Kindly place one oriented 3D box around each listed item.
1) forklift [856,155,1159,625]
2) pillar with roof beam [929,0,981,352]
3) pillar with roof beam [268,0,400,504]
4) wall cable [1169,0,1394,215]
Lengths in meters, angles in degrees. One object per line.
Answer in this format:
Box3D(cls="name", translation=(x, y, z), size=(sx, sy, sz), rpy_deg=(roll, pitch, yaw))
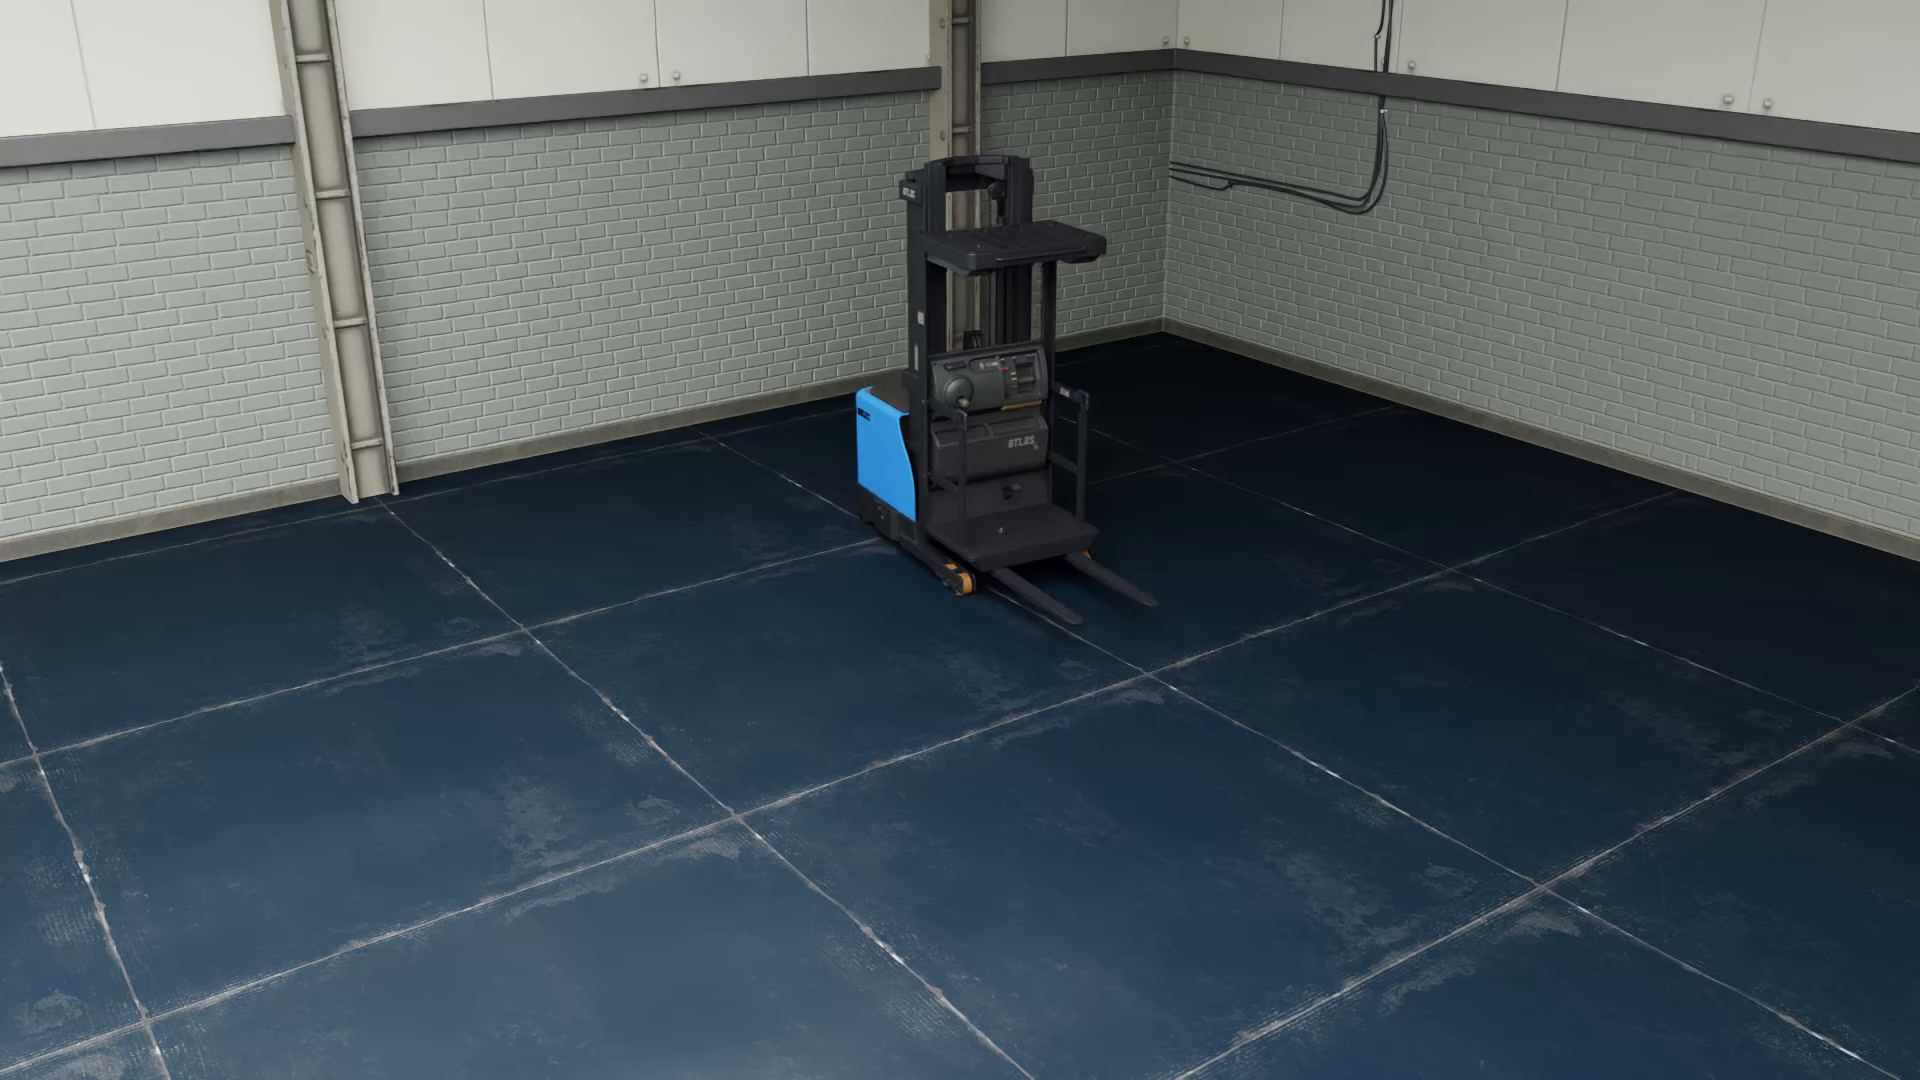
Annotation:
Box3D(cls="forklift", translation=(0.322, -1.154, 11.833), size=(1.130, 2.935, 3.031), rpy_deg=(-11, 24, -27))
Box3D(cls="pillar with roof beam", translation=(2.468, -4.570, 12.207), size=(0.400, 9.000, 9.100), rpy_deg=(-15, 26, -33))
Box3D(cls="pillar with roof beam", translation=(-2.402, -3.271, 8.952), size=(0.400, 9.000, 9.100), rpy_deg=(-15, 26, -33))
Box3D(cls="wall cable", translation=(3.117, -4.663, 16.629), size=(0.112, 2.526, 3.097), rpy_deg=(-15, 26, -33))
